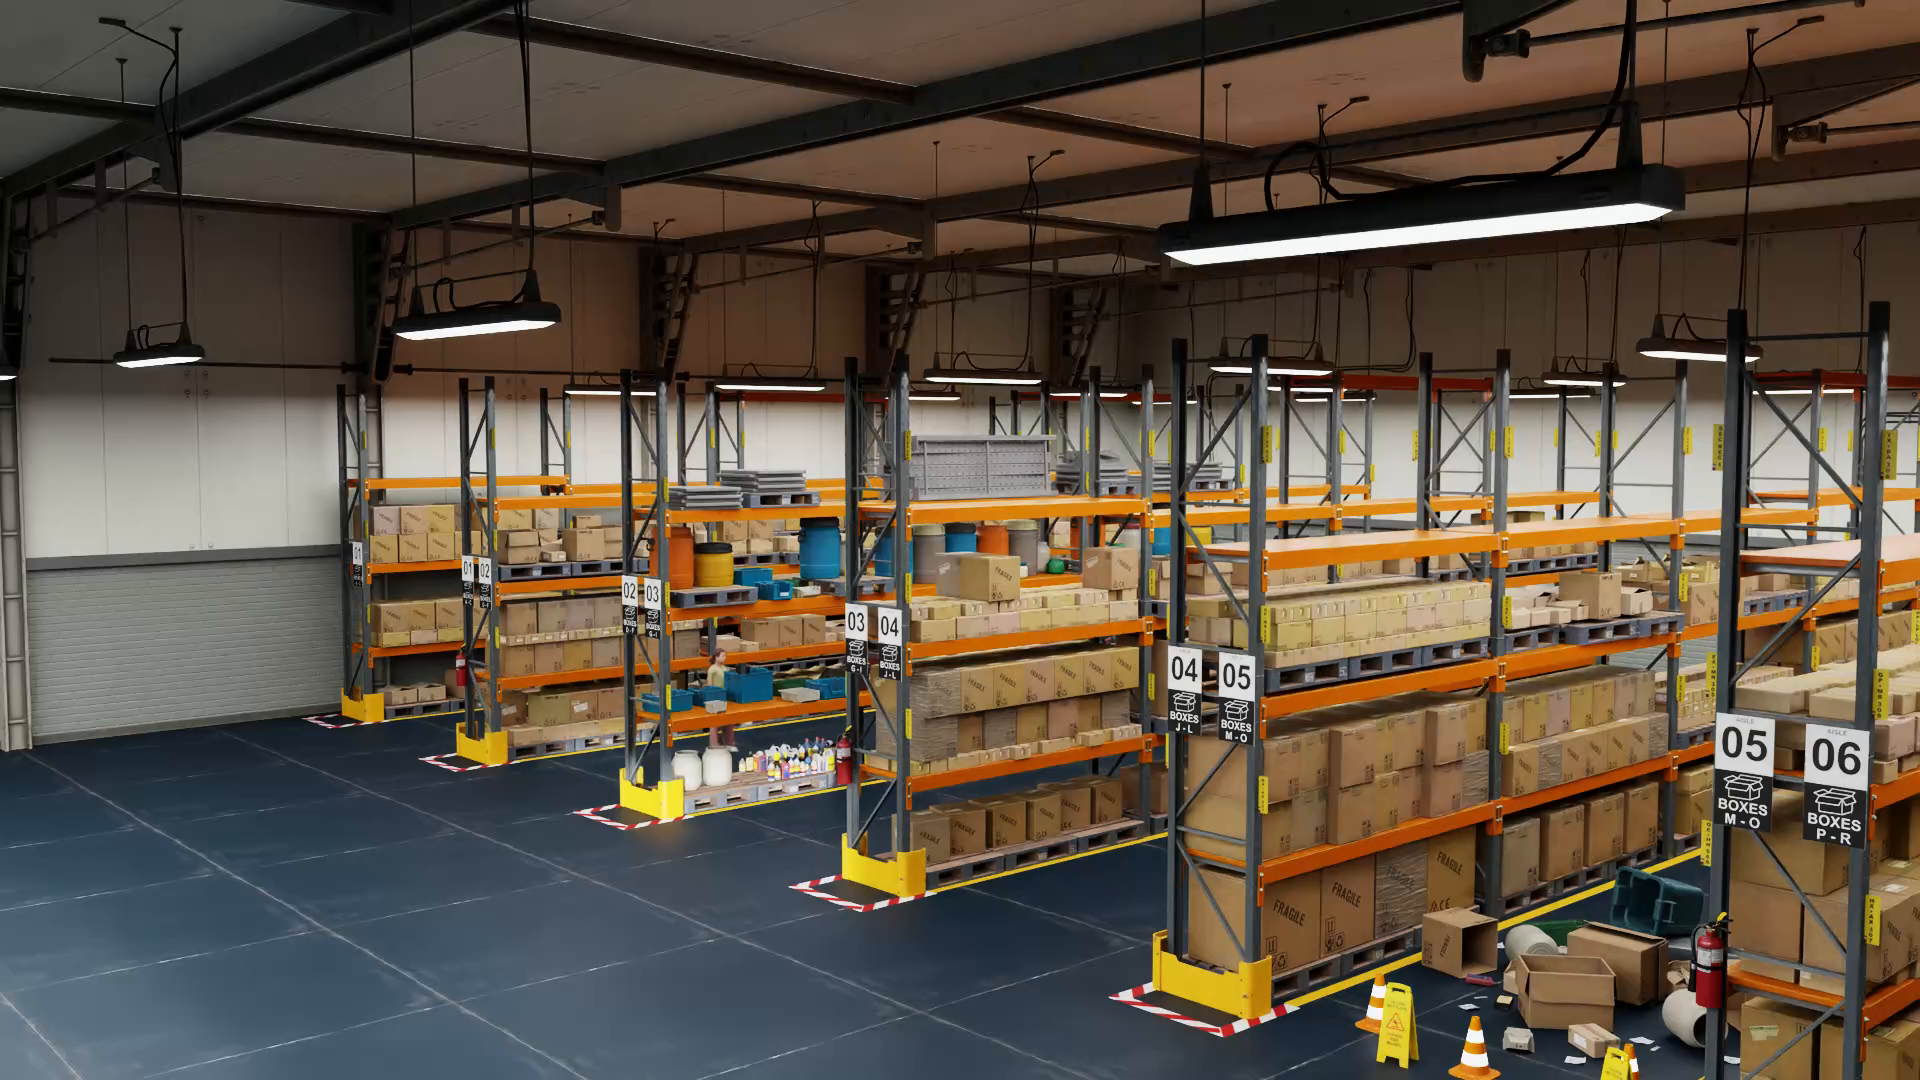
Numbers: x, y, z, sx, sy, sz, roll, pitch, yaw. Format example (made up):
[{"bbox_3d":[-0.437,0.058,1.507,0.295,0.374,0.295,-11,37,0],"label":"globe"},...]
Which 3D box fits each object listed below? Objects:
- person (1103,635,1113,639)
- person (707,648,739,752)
[{"bbox_3d":[3.509,1.760,39.427,0.495,1.661,0.497,-3,5,-35],"label":"person"},{"bbox_3d":[-3.843,2.594,26.735,0.429,1.709,0.503,2,4,29],"label":"person"}]
